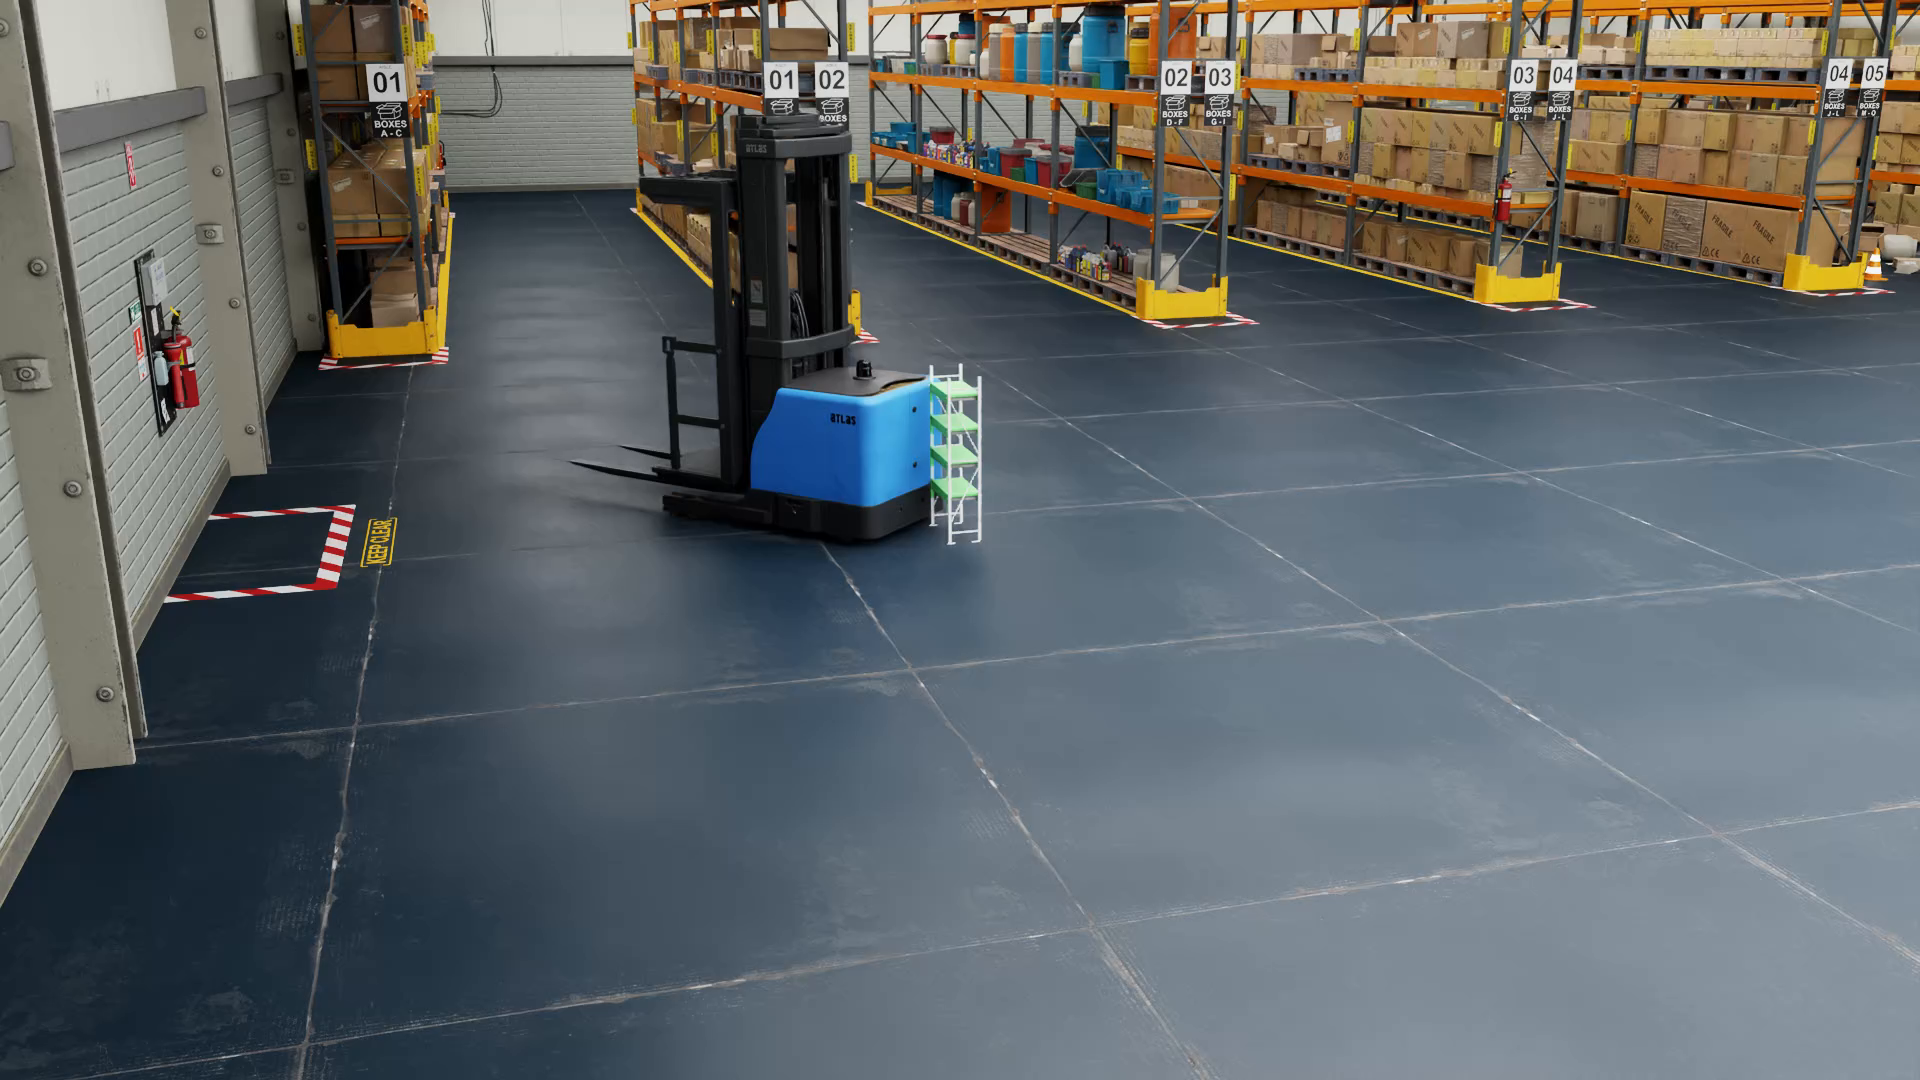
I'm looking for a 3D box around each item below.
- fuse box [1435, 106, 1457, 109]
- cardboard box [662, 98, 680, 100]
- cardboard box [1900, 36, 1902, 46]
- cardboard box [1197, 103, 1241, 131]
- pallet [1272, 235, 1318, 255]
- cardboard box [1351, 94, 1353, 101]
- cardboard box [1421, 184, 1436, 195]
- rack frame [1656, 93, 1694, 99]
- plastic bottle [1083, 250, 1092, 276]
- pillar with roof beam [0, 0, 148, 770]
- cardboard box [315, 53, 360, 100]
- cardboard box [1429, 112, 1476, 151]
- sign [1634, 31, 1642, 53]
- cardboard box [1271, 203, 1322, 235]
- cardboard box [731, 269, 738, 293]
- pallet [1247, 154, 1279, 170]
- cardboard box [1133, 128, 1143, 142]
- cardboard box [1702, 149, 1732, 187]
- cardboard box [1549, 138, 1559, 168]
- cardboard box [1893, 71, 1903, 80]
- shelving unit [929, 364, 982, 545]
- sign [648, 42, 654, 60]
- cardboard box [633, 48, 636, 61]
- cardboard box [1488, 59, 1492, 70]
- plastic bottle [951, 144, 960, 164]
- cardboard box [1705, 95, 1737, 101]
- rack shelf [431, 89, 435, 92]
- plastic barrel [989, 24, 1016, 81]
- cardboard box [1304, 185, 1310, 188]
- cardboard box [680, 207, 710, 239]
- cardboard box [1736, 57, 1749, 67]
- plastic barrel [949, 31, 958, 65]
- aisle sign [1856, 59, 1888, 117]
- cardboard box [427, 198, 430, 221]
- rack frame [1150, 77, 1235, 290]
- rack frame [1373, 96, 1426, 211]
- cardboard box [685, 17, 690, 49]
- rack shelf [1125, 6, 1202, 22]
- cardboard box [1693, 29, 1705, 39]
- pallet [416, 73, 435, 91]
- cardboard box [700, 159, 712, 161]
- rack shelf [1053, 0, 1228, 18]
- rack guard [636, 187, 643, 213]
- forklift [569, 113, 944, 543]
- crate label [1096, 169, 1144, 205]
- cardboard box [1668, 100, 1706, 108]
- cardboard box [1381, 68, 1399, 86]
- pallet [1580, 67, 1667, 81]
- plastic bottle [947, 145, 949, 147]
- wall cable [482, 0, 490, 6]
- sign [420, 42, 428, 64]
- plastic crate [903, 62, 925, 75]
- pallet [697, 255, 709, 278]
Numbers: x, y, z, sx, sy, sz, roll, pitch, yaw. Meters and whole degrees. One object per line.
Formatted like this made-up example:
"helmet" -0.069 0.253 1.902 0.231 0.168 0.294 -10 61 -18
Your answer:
"fuse box" 13.331 -11.013 45.639 0.539 1.711 0.414 -5 17 -15
"cardboard box" -5.824 -8.806 34.141 0.500 0.500 0.500 -5 17 -16
"cardboard box" 16.219 -8.762 29.356 0.500 0.250 0.500 -5 17 -16
"cardboard box" 4.961 -8.047 31.609 0.797 0.503 0.637 -4 17 -13
"pallet" 6.058 -5.061 28.434 1.003 0.211 1.213 -5 17 -15
"cardboard box" 8.674 -9.341 35.405 0.500 0.500 0.500 -5 18 -17
"cardboard box" 6.922 -5.086 24.105 0.380 0.149 0.250 -5 17 -15
"rack frame" 17.615 -10.339 41.159 1.000 3.000 0.127 -5 17 -15
"plastic bottle" 1.842 -3.968 23.787 0.144 0.351 0.185 -5 17 -16
"pillar with roof beam" -0.163 -3.581 8.233 9.100 9.000 0.400 -5 17 -15
"cardboard box" -6.934 -5.151 18.465 0.500 0.500 0.500 -3 17 -11
"cardboard box" 7.045 -5.815 23.668 0.500 0.500 0.500 -5 17 -15
"sign" 10.890 -7.997 26.700 0.100 0.325 0.005 -5 17 -15
"cardboard box" 5.881 -5.627 29.051 0.700 0.500 0.500 -6 18 -20
"cardboard box" -2.812 -3.516 22.491 0.500 0.250 0.500 -5 17 -15
"pallet" 5.812 -6.669 29.273 1.213 0.211 1.003 -5 17 -15
"cardboard box" 3.896 -8.371 34.350 0.500 0.250 0.500 -4 17 -14
"cardboard box" 11.972 -5.730 25.554 0.875 0.550 0.500 -5 17 -15
"cardboard box" 10.589 -6.798 29.196 0.500 0.500 0.500 -5 17 -16
"cardboard box" 15.989 -7.836 28.048 0.380 0.149 0.250 -5 17 -16
"shelving unit" -0.034 -0.619 11.922 0.258 1.200 0.503 -5 17 -15
"sign" -5.632 -8.913 30.298 0.100 0.325 0.005 -5 17 -15
"cardboard box" -6.320 -9.822 33.613 0.500 0.250 0.500 -5 17 -15
"cardboard box" 7.377 -6.426 22.484 0.380 0.149 0.250 -5 18 -17
"plastic bottle" -0.088 -6.976 30.048 0.144 0.351 0.185 -5 17 -15
"cardboard box" 17.893 -10.208 39.160 0.500 0.500 0.500 -4 17 -14
"rack shelf" -10.423 -8.527 31.160 1.077 0.370 4.000 -5 17 -15
"plastic barrel" 0.768 -7.990 27.253 0.600 0.901 0.600 0 17 0
"cardboard box" 8.098 -8.126 38.017 0.380 0.149 0.250 -5 17 -15
"cardboard box" -4.495 -5.421 28.366 0.500 0.500 0.500 -4 17 -13
"cardboard box" 11.743 -7.083 24.636 0.380 0.149 0.250 -5 17 -15
"plastic barrel" 0.098 -9.156 30.948 0.600 0.588 0.600 0 17 0
"aisle sign" 12.817 -6.350 23.359 0.394 0.787 0.004 -5 17 -15
"cardboard box" -6.832 -4.084 20.559 0.500 0.250 0.500 -5 17 -15
"rack frame" 2.950 -4.345 21.204 1.000 3.000 0.127 -5 17 -15
"rack frame" 9.211 -8.420 34.770 1.000 3.000 0.127 -5 17 -15
"cardboard box" -4.267 -8.393 27.553 0.500 0.500 0.500 -5 17 -15
"rack shelf" 3.864 -10.946 34.697 1.077 0.370 4.000 -5 17 -15
"cardboard box" 11.465 -7.745 25.455 0.380 0.149 0.250 -5 17 -15
"pallet" -7.743 -6.194 22.471 1.213 0.211 1.003 -5 17 -15
"cardboard box" -3.955 -6.021 26.936 0.500 0.311 0.500 -4 17 -12
"rack shelf" 2.400 -7.236 22.343 1.077 0.370 4.000 -5 17 -15
"rack guard" -6.190 -7.162 34.927 1.175 0.500 0.348 -5 17 -15
"forklift" -1.651 -1.677 12.441 3.031 2.935 1.130 10 19 29
"crate label" 2.184 -4.850 22.822 0.502 0.435 0.616 -5 17 -15
"cardboard box" 14.499 -8.523 33.202 0.500 0.500 0.500 -4 17 -14
"cardboard box" 6.640 -6.917 24.813 0.500 0.250 0.500 -5 17 -16
"pallet" 11.110 -7.802 27.830 0.805 0.209 1.217 -5 18 -17
"plastic bottle" -0.187 -7.203 30.933 0.152 0.276 0.135 -5 17 -15
"wall cable" -9.583 -13.599 38.201 3.097 2.526 0.112 -5 17 -15
"sign" -8.252 -7.501 25.598 0.100 0.325 0.005 -5 17 -15
"plastic crate" -0.905 -9.248 32.601 0.416 0.233 0.300 -5 17 -15
"pallet" -3.492 -4.264 25.782 1.003 0.211 1.213 -5 17 -15
